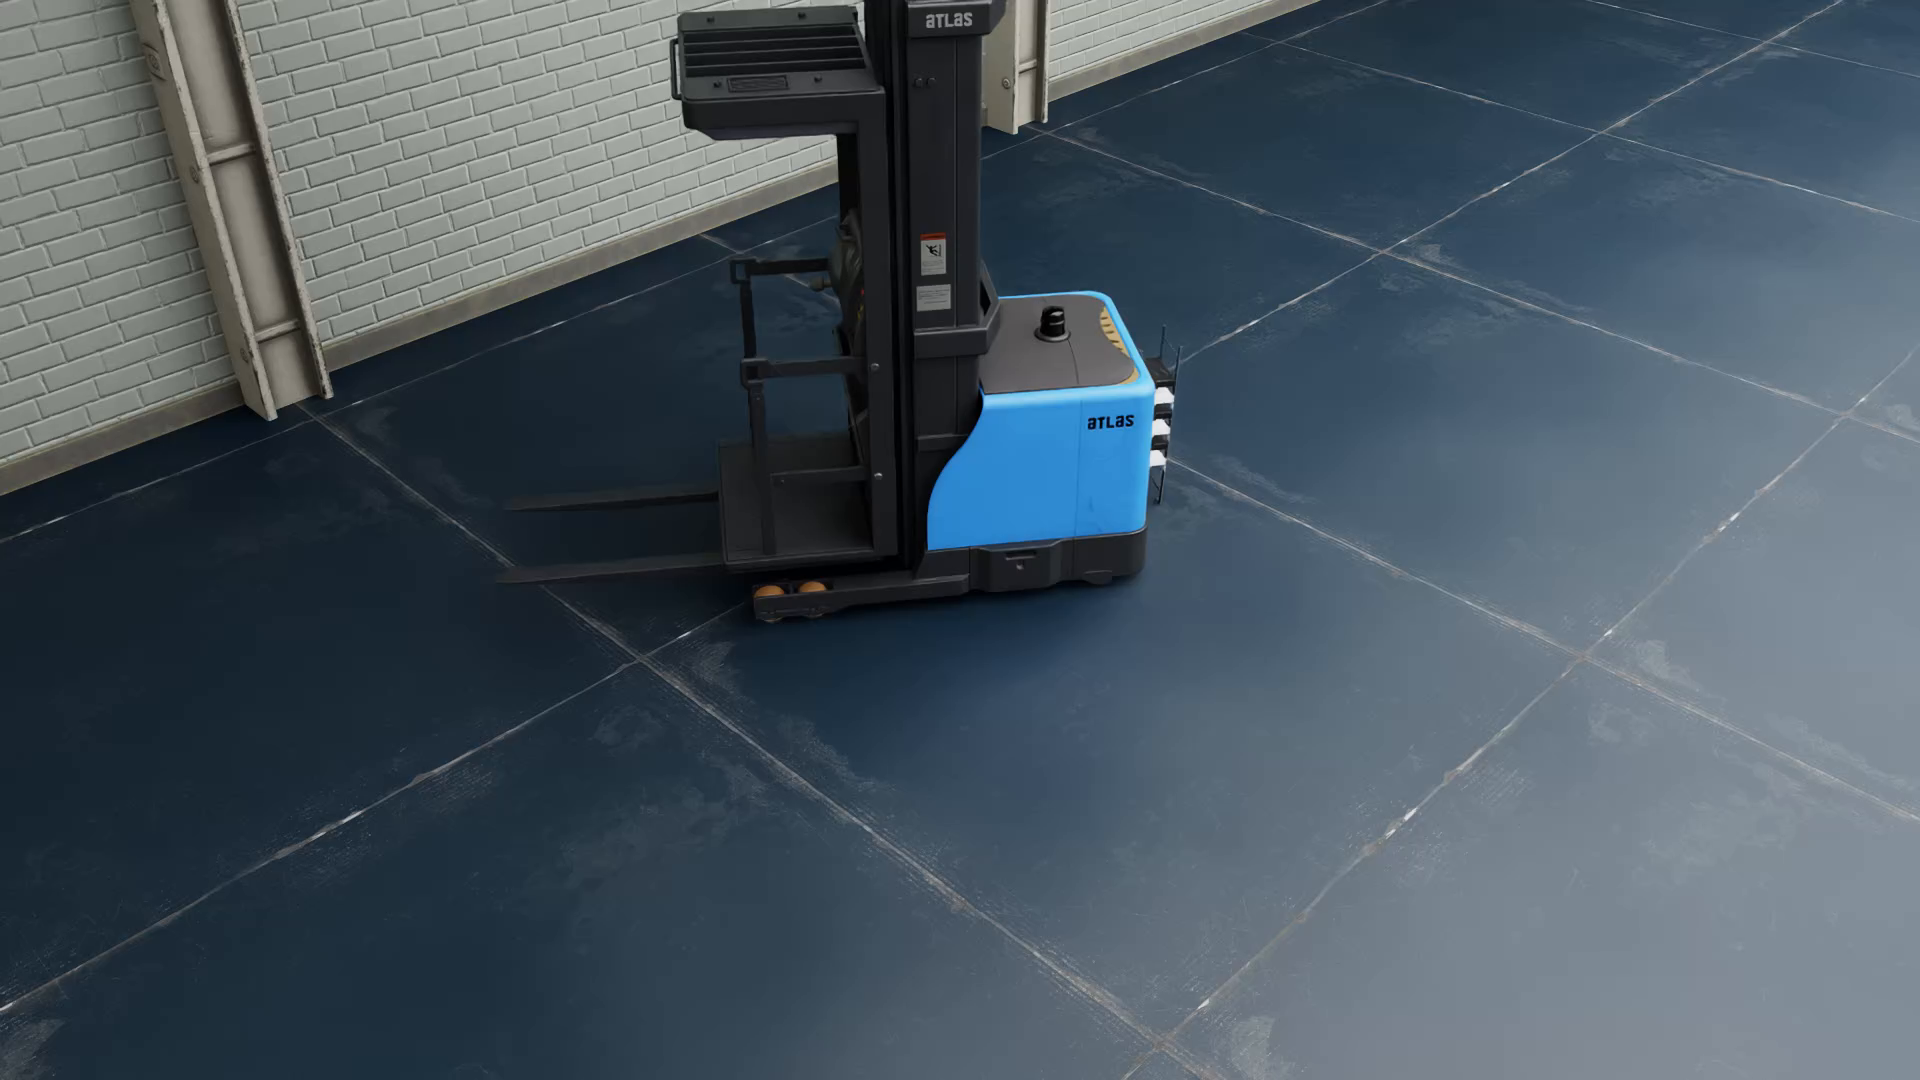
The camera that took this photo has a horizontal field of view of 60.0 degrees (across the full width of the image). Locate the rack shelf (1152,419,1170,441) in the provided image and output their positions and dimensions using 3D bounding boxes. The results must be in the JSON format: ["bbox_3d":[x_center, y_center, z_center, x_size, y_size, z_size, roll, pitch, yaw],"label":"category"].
[{"bbox_3d":[0.916,-0.585,8.353,0.200,0.077,0.258,-6,35,-13],"label":"rack shelf"}]

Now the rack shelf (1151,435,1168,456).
[{"bbox_3d":[0.913,-0.510,8.403,0.200,0.077,0.258,-6,35,-13],"label":"rack shelf"}]

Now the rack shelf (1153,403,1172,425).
[{"bbox_3d":[0.920,-0.659,8.302,0.200,0.077,0.258,-6,35,-13],"label":"rack shelf"}]

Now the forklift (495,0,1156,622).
[{"bbox_3d":[-0.675,-1.149,7.335,3.031,2.935,1.130,-5,35,-7],"label":"forklift"}]

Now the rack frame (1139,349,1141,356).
[{"bbox_3d":[0.819,-0.602,8.311,0.006,0.900,0.240,-6,35,-13],"label":"rack frame"}]

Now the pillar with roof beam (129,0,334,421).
[{"bbox_3d":[-0.738,-2.754,4.333,9.100,9.000,0.400,30,45,35],"label":"pillar with roof beam"}]

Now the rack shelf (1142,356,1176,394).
[{"bbox_3d":[0.927,-0.807,8.201,0.200,0.077,0.258,-6,35,-13],"label":"rack shelf"}]

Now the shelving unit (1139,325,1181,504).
[{"bbox_3d":[0.918,-0.612,8.334,0.210,0.900,0.258,-6,35,-13],"label":"shelving unit"}]

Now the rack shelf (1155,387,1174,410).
[{"bbox_3d":[0.923,-0.733,8.251,0.200,0.077,0.258,-6,35,-13],"label":"rack shelf"}]

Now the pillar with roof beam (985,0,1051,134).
[{"bbox_3d":[3.490,-5.190,7.825,9.100,9.000,0.400,30,45,35],"label":"pillar with roof beam"}]

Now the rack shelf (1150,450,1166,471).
[{"bbox_3d":[0.909,-0.436,8.454,0.200,0.077,0.258,-6,35,-13],"label":"rack shelf"}]

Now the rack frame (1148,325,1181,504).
[{"bbox_3d":[1.016,-0.623,8.356,0.006,0.900,0.240,-6,35,-13],"label":"rack frame"}]
